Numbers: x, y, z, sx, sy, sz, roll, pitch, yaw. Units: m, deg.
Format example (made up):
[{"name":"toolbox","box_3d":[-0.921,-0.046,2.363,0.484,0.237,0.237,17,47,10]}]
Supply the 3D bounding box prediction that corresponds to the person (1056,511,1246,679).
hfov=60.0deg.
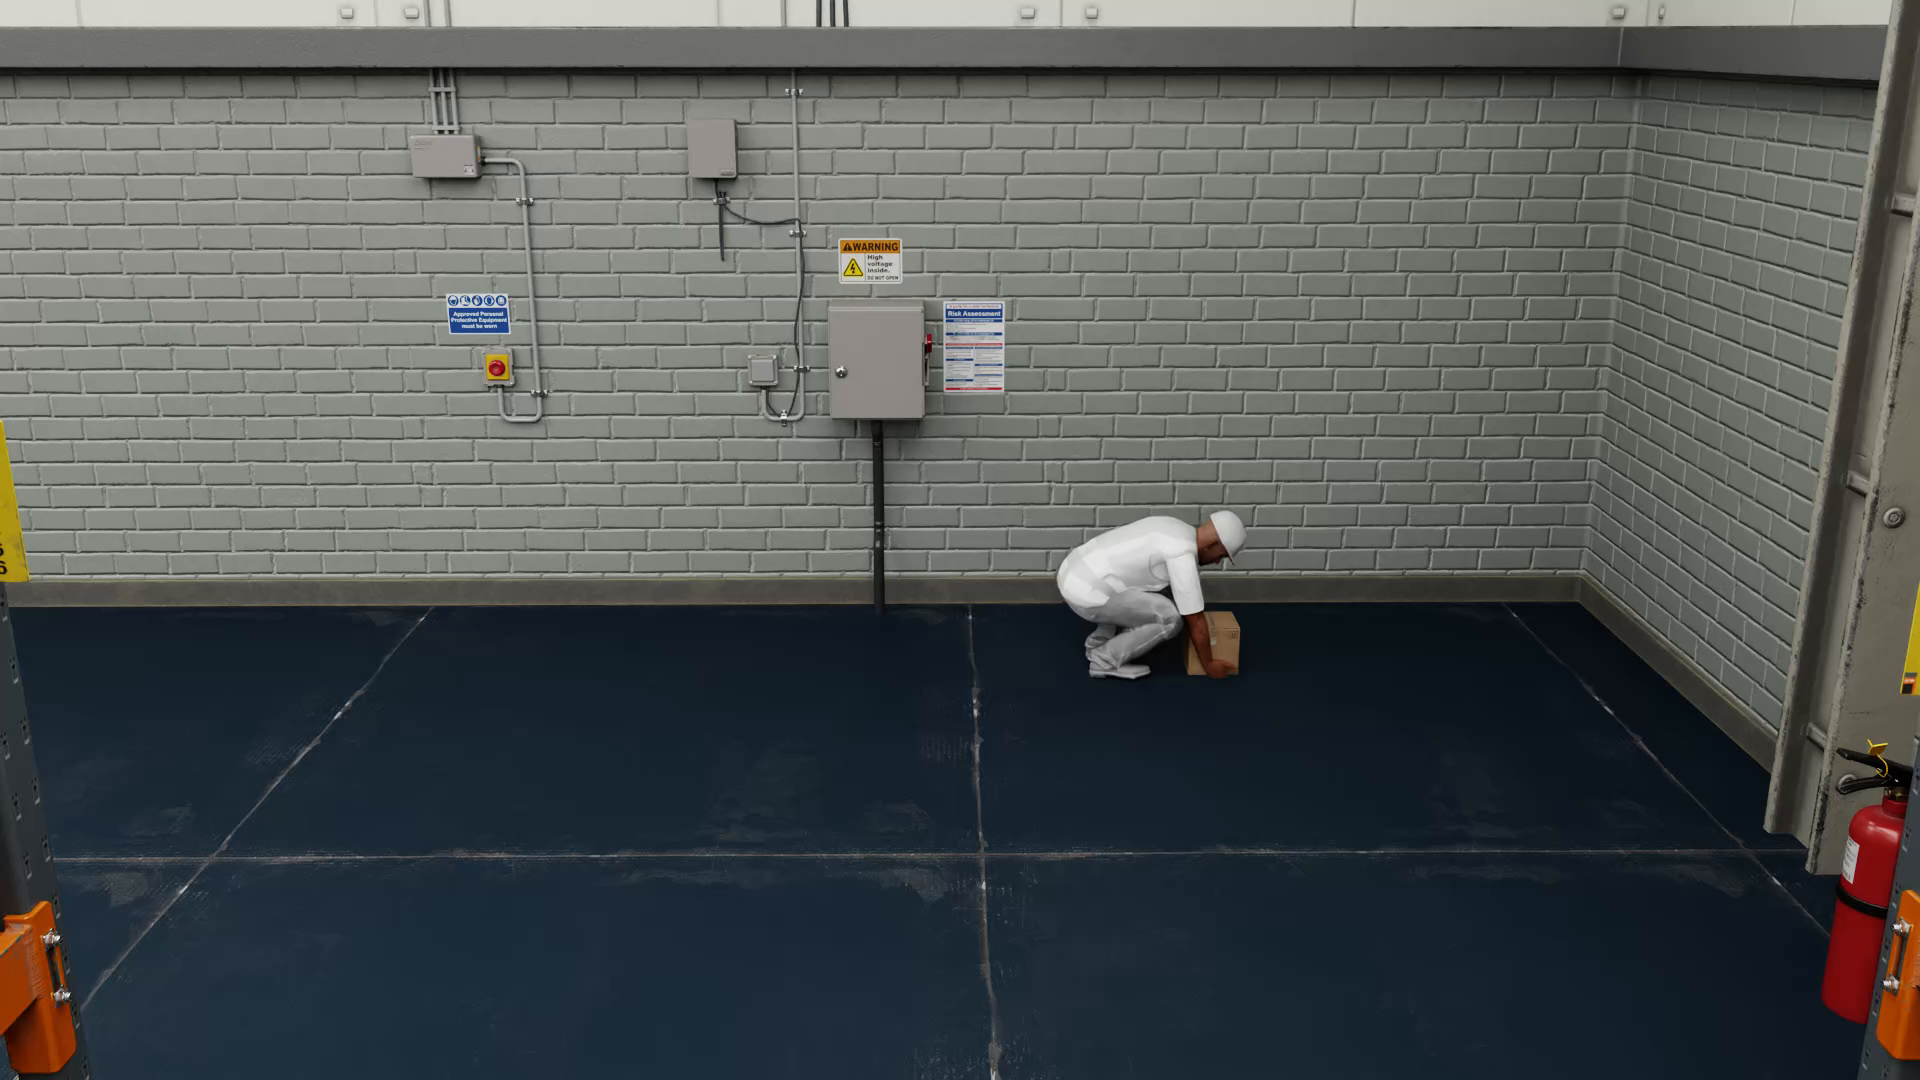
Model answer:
[{"name":"person","box_3d":[0.955,0.287,8.347,0.939,0.875,0.535,-1,17,-2]}]
